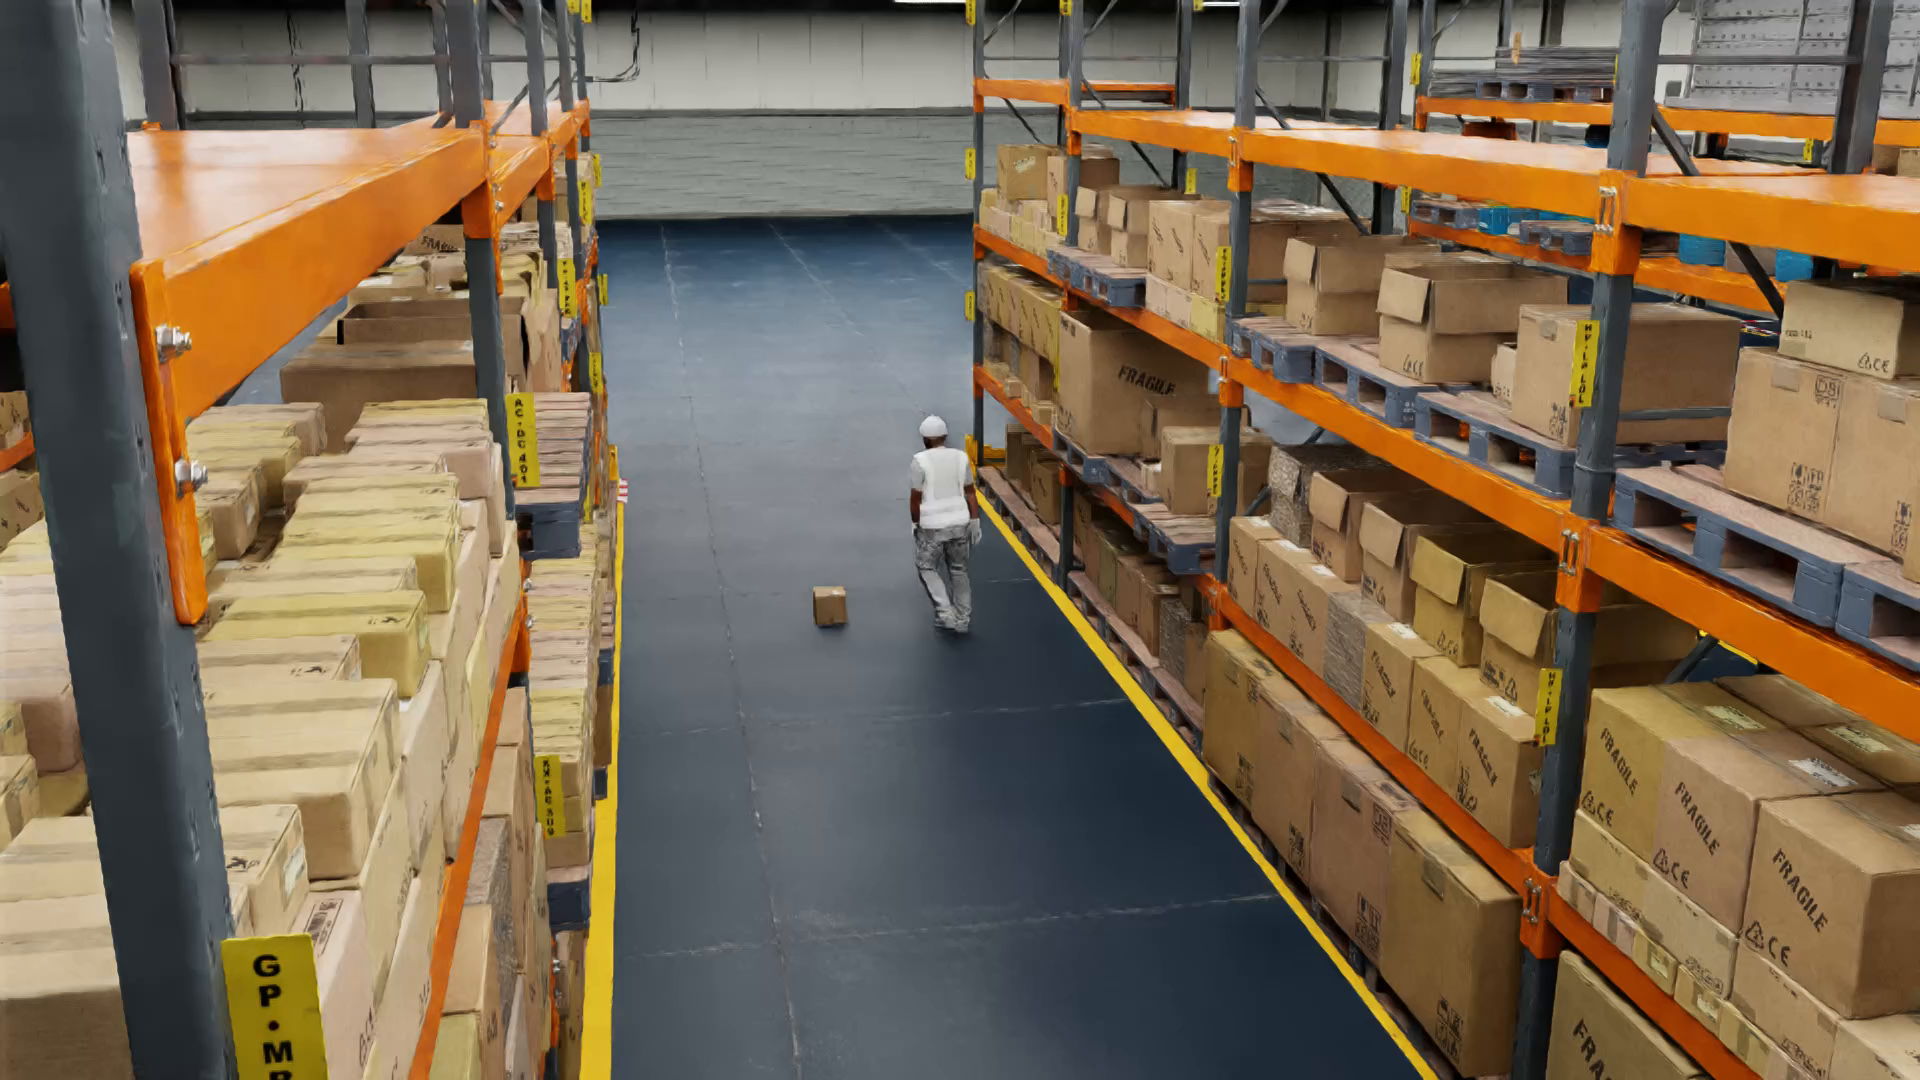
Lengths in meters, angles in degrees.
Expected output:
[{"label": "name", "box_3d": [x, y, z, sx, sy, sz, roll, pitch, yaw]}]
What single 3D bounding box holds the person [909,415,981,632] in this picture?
[{"label": "person", "box_3d": [-0.127, -0.108, 13.410, 0.556, 1.757, 0.680, -9, 19, -29]}]
